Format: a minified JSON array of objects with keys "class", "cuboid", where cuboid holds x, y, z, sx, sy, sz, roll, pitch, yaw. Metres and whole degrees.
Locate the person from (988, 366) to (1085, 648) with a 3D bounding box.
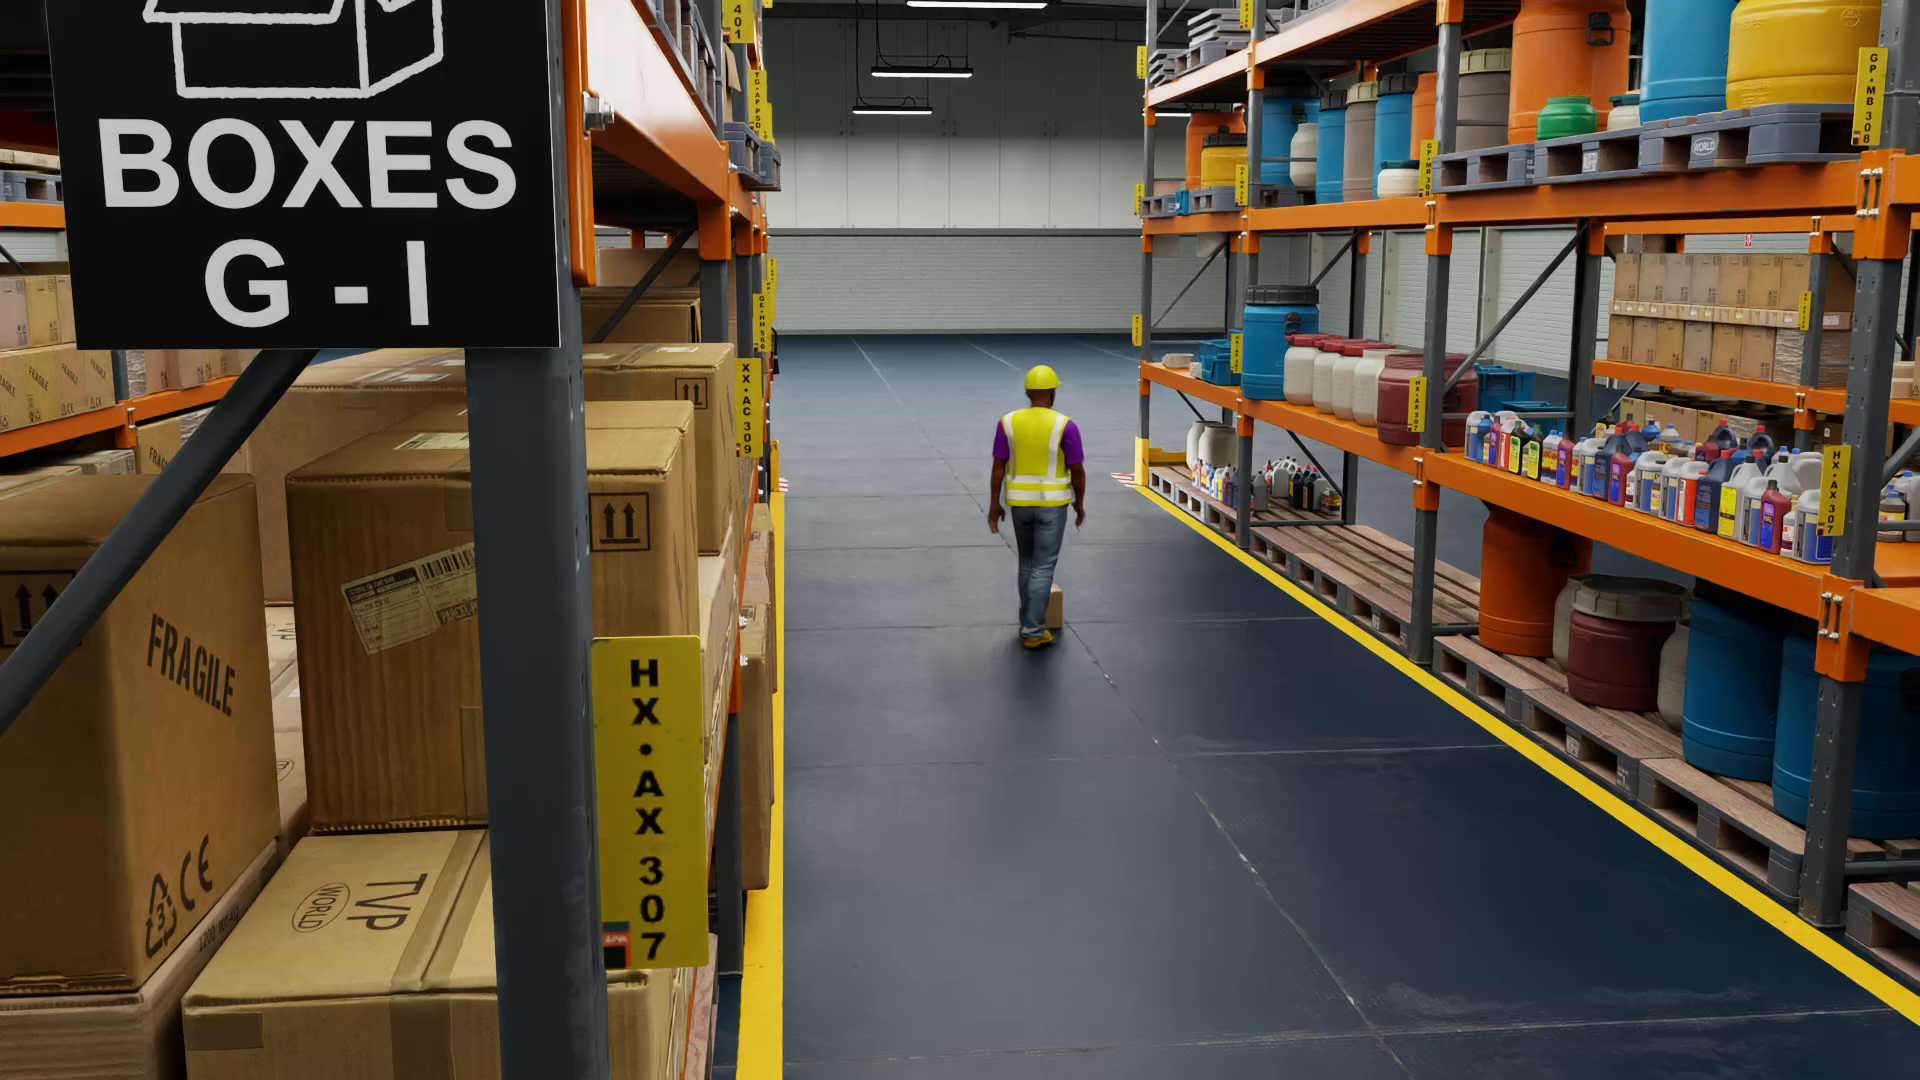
[{"class":"person","cuboid":[0.510,-0.188,10.533,0.596,1.828,0.602,5,11,25]}]
